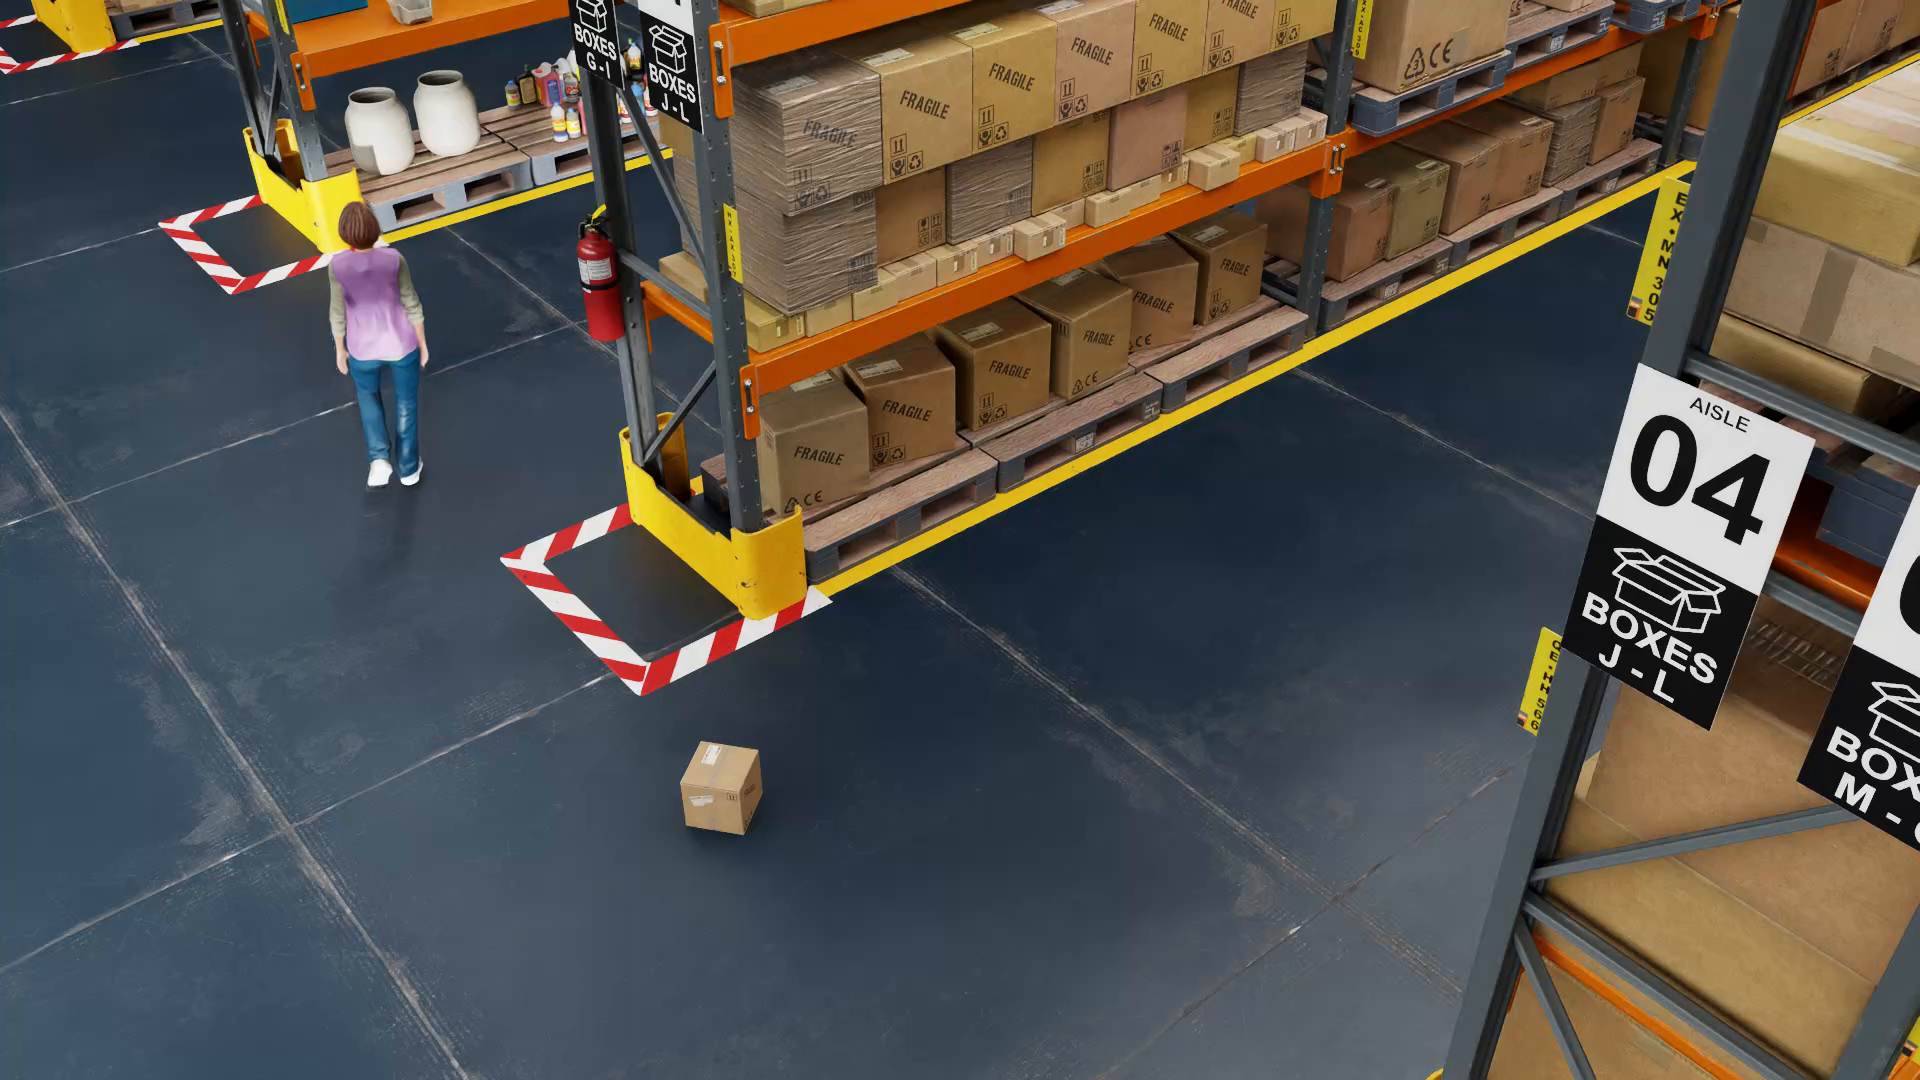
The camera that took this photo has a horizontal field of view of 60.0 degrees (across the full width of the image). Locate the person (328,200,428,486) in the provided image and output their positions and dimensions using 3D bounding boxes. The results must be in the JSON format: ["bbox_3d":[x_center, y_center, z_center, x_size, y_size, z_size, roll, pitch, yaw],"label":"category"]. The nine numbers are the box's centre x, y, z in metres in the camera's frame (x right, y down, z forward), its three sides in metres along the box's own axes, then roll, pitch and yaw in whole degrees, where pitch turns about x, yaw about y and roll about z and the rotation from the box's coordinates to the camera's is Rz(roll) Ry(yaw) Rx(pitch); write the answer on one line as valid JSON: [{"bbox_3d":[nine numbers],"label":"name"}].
[{"bbox_3d":[-2.890,-0.937,8.323,0.464,1.575,0.457,-8,37,-11],"label":"person"}]
